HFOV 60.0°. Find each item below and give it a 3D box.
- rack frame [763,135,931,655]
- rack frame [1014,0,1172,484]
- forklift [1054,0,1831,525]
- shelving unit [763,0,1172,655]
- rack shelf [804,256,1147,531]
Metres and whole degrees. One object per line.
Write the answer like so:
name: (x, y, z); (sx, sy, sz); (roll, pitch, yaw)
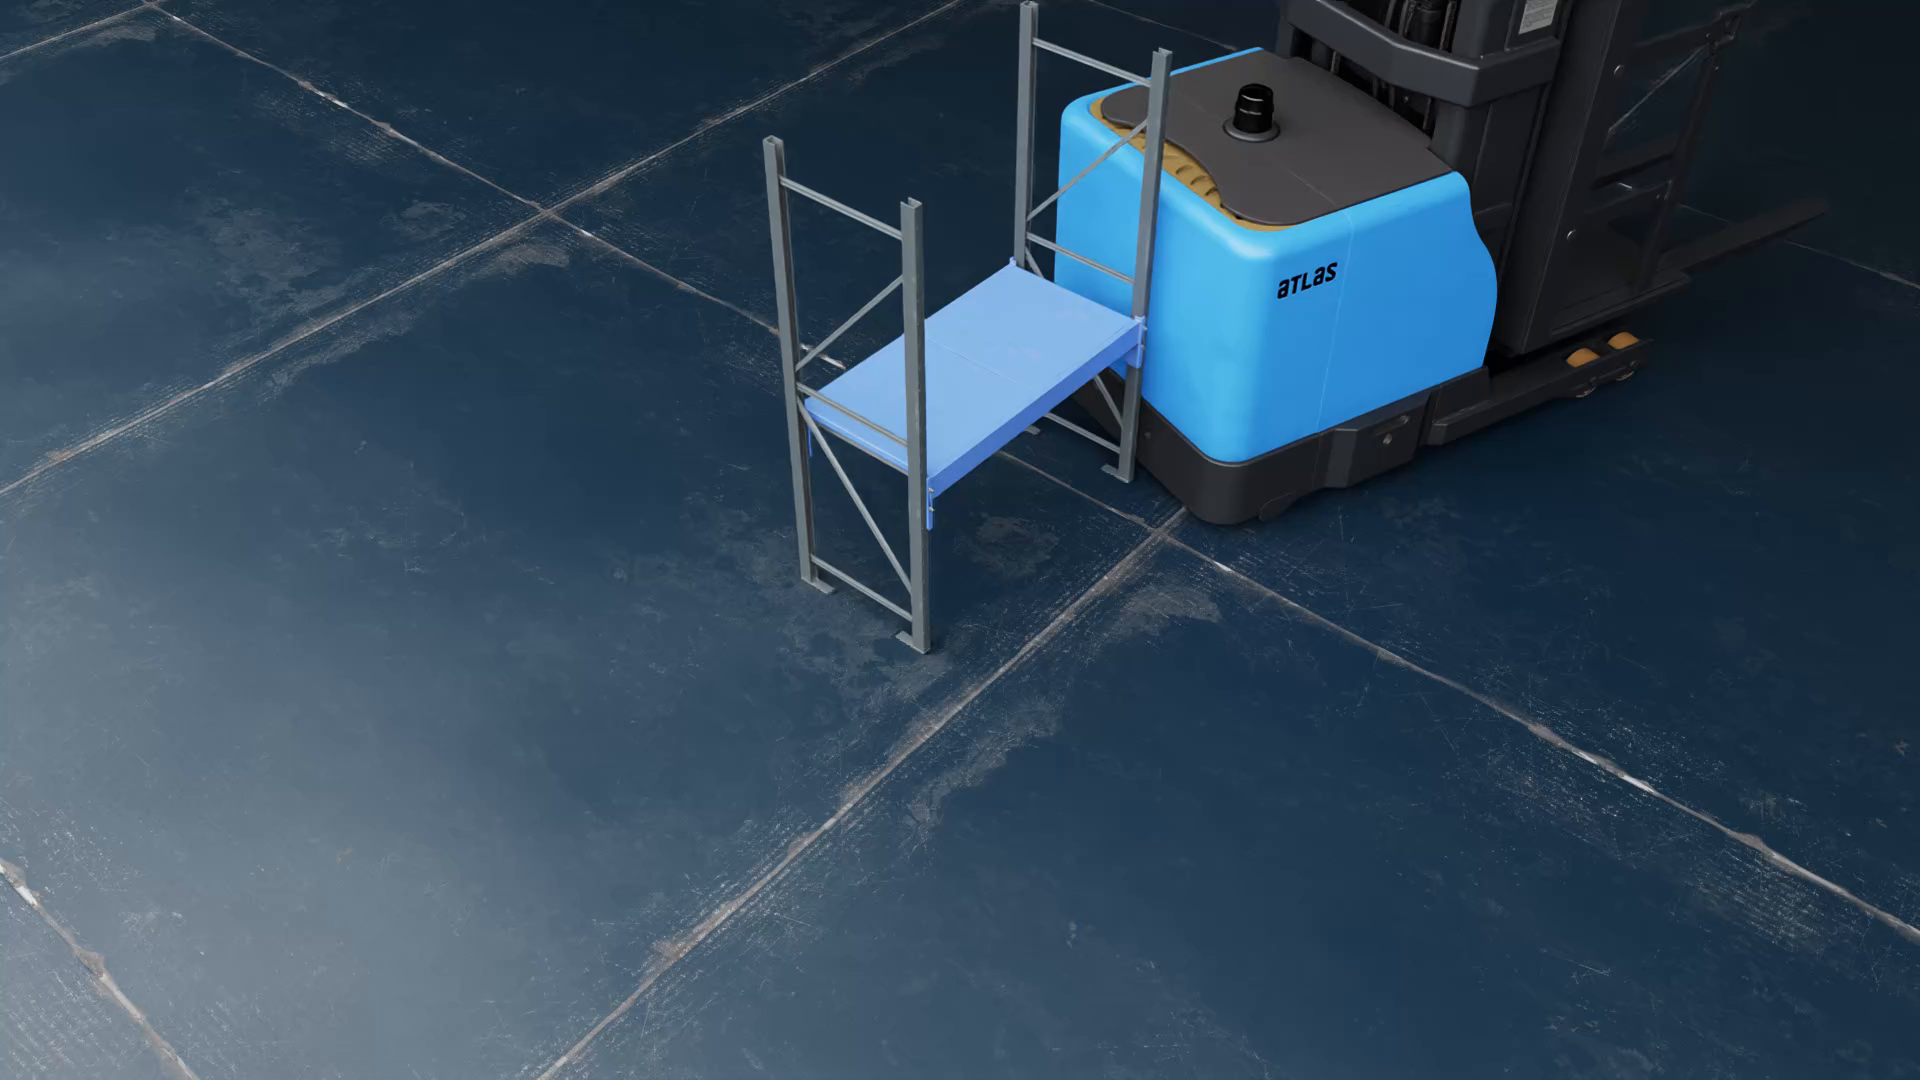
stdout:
rack frame: (-0.287, -0.333, 4.501); (0.500, 1.500, 0.032); (30, 50, 29)
rack frame: (0.370, -0.855, 5.075); (0.500, 1.500, 0.032); (30, 50, 29)
forklift: (1.833, -1.869, 5.127); (3.031, 2.935, 1.130); (-21, 46, -22)
shelving unit: (0.041, -0.594, 4.788); (0.538, 1.500, 1.048); (30, 50, 29)
rack shelf: (0.041, -0.461, 4.909); (0.538, 0.185, 1.000); (30, 50, 29)
